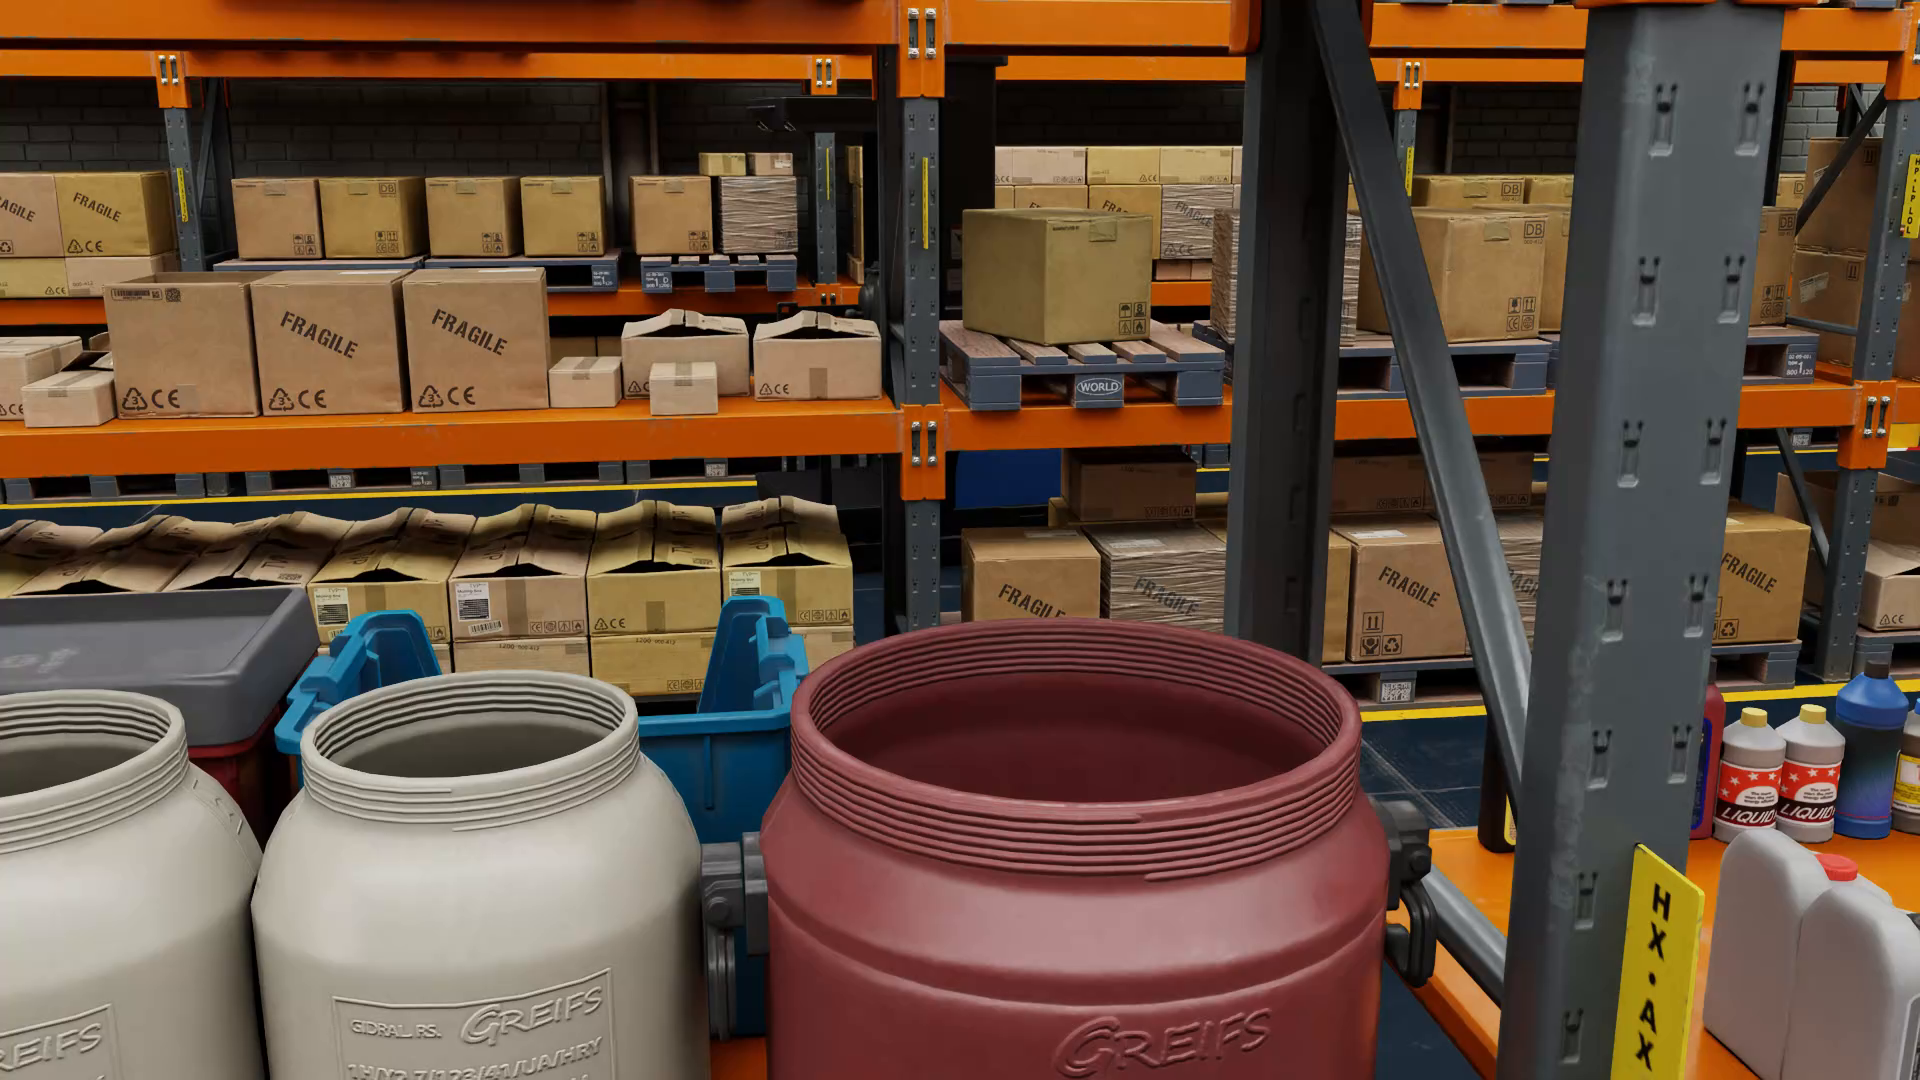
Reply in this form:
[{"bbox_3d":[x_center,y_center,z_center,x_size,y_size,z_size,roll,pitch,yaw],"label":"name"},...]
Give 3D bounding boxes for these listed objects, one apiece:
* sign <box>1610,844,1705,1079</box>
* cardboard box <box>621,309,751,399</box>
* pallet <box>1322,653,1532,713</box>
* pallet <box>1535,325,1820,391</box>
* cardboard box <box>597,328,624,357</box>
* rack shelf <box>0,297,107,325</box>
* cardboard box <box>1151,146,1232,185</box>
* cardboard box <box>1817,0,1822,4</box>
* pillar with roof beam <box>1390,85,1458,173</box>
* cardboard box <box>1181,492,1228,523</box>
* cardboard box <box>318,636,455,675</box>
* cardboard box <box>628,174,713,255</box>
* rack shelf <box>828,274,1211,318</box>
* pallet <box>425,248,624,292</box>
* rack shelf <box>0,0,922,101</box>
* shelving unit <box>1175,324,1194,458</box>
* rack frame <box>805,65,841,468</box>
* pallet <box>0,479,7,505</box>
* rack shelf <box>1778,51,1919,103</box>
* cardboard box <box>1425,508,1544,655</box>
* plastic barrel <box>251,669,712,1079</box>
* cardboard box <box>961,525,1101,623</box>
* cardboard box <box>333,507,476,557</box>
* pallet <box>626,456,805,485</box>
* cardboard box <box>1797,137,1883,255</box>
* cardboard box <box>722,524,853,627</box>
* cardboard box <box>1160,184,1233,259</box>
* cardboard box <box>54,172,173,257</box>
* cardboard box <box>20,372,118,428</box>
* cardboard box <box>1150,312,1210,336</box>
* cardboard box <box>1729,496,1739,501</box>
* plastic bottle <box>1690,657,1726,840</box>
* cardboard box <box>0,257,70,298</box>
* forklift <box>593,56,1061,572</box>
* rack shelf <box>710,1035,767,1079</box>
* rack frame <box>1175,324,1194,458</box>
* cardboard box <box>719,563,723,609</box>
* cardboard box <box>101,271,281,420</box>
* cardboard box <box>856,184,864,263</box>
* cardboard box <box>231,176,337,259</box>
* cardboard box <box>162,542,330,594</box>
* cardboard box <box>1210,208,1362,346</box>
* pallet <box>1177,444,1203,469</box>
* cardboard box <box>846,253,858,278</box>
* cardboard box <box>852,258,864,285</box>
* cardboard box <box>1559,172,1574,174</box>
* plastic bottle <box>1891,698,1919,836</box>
[{"bbox_3d":[0.610,0.439,1.469,0.005,0.325,0.100,-2,14,-8],"label":"sign"},{"bbox_3d":[-1.127,-0.776,6.835,0.500,0.311,0.500,-2,14,-9],"label":"cardboard box"},{"bbox_3d":[1.734,0.486,7.351,1.213,0.211,1.003,-2,14,-8],"label":"pallet"},{"bbox_3d":[2.936,-0.855,7.358,1.213,0.211,1.003,-2,14,-8],"label":"pallet"},{"bbox_3d":[-2.232,-1.317,11.501,0.500,0.250,0.500,-2,14,-7],"label":"cardboard box"},{"bbox_3d":[-6.888,-1.431,10.738,4.000,0.370,1.077,-2,14,-8],"label":"rack shelf"},{"bbox_3d":[1.565,-2.595,11.503,0.500,0.250,0.500,-2,14,-7],"label":"cardboard box"},{"bbox_3d":[5.757,-3.812,11.827,0.500,0.250,0.500,-3,14,-10],"label":"cardboard box"},{"bbox_3d":[4.205,-4.250,8.168,0.400,9.000,9.100,-2,14,-8],"label":"pillar with roof beam"},{"bbox_3d":[1.188,0.085,7.452,0.500,0.500,0.500,-3,14,-10],"label":"cardboard box"},{"bbox_3d":[-2.212,0.459,6.516,0.500,0.250,0.500,-2,14,-7],"label":"cardboard box"},{"bbox_3d":[-1.967,-2.213,11.268,0.500,0.500,0.700,-3,14,-14],"label":"cardboard box"},{"bbox_3d":[1.023,-1.720,11.894,4.000,0.370,1.077,-2,14,-8],"label":"rack shelf"},{"bbox_3d":[-2.906,-1.822,11.216,1.213,0.211,1.003,-2,14,-8],"label":"pallet"},{"bbox_3d":[-2.191,-1.839,6.201,4.000,0.370,1.077,-2,14,-8],"label":"rack shelf"},{"bbox_3d":[1.102,-0.663,9.900,0.503,1.200,0.258,-4,15,-16],"label":"shelving unit"},{"bbox_3d":[-0.955,-1.997,11.518,0.127,3.000,1.000,-2,14,-8],"label":"rack frame"},{"bbox_3d":[-6.778,-0.422,10.969,1.213,0.211,1.003,-2,14,-8],"label":"pallet"},{"bbox_3d":[5.720,-2.129,7.357,4.000,0.370,1.077,-2,14,-8],"label":"rack shelf"},{"bbox_3d":[2.311,0.169,7.114,0.500,0.500,0.500,-2,14,-8],"label":"cardboard box"},{"bbox_3d":[-0.464,0.421,1.649,0.421,0.512,0.421,0,14,0],"label":"plastic barrel"},{"bbox_3d":[0.279,0.246,6.809,0.500,0.500,0.500,-1,14,-6],"label":"cardboard box"},{"bbox_3d":[-2.306,0.059,6.958,0.500,0.311,0.500,-2,14,-9],"label":"cardboard box"},{"bbox_3d":[-1.728,-0.616,11.746,1.213,0.211,1.003,-2,14,-8],"label":"pallet"},{"bbox_3d":[4.204,-1.564,7.533,0.500,0.500,0.500,-2,14,-8],"label":"cardboard box"},{"bbox_3d":[-0.695,0.131,6.670,0.500,0.311,0.500,-2,14,-7],"label":"cardboard box"},{"bbox_3d":[1.580,-2.230,11.589,0.500,0.500,0.500,-2,14,-8],"label":"cardboard box"},{"bbox_3d":[-5.332,-2.061,10.500,0.500,0.500,0.500,-2,14,-8],"label":"cardboard box"},{"bbox_3d":[-3.262,-0.522,6.152,0.250,0.149,0.380,-2,14,-8],"label":"cardboard box"},{"bbox_3d":[1.499,-1.215,11.956,0.750,0.750,0.750,-2,14,-7],"label":"cardboard box"},{"bbox_3d":[3.227,0.008,7.760,0.500,0.500,0.500,-3,14,-11],"label":"cardboard box"},{"bbox_3d":[1.086,0.317,2.531,0.133,0.283,0.061,-2,14,-8],"label":"plastic bottle"},{"bbox_3d":[-5.827,-1.683,10.532,0.500,0.250,0.500,-2,14,-8],"label":"cardboard box"},{"bbox_3d":[-0.604,-1.379,9.193,3.031,2.935,1.130,-4,15,-16],"label":"forklift"},{"bbox_3d":[-1.457,0.808,1.814,4.000,0.370,1.077,-2,14,-8],"label":"rack shelf"},{"bbox_3d":[1.336,-0.680,9.967,0.015,1.200,0.240,-4,15,-16],"label":"rack frame"},{"bbox_3d":[-1.272,0.291,7.183,0.500,0.250,0.500,-3,14,-10],"label":"cardboard box"},{"bbox_3d":[-2.886,-0.752,6.348,0.500,0.500,0.500,-1,14,-4],"label":"cardboard box"},{"bbox_3d":[-0.436,-2.155,11.292,0.500,0.500,0.500,-2,14,-7],"label":"cardboard box"},{"bbox_3d":[-4.402,-2.124,10.915,0.500,0.500,0.700,-2,14,-8],"label":"cardboard box"},{"bbox_3d":[-2.715,0.207,6.368,0.500,0.311,0.500,-3,14,-10],"label":"cardboard box"},{"bbox_3d":[1.325,-1.095,6.852,0.500,0.500,0.700,1,14,2],"label":"cardboard box"},{"bbox_3d":[1.040,-0.698,12.072,1.213,0.211,1.003,-2,14,-8],"label":"pallet"},{"bbox_3d":[-0.671,-1.958,11.839,0.250,0.149,0.380,-2,14,-7],"label":"cardboard box"},{"bbox_3d":[-0.595,-1.841,11.371,0.250,0.149,0.380,-2,14,-9],"label":"cardboard box"},{"bbox_3d":[4.980,-2.357,12.337,0.700,0.700,0.980,-3,14,-11],"label":"cardboard box"},{"bbox_3d":[1.491,0.347,2.582,0.097,0.201,0.097,0,14,0],"label":"plastic bottle"}]
